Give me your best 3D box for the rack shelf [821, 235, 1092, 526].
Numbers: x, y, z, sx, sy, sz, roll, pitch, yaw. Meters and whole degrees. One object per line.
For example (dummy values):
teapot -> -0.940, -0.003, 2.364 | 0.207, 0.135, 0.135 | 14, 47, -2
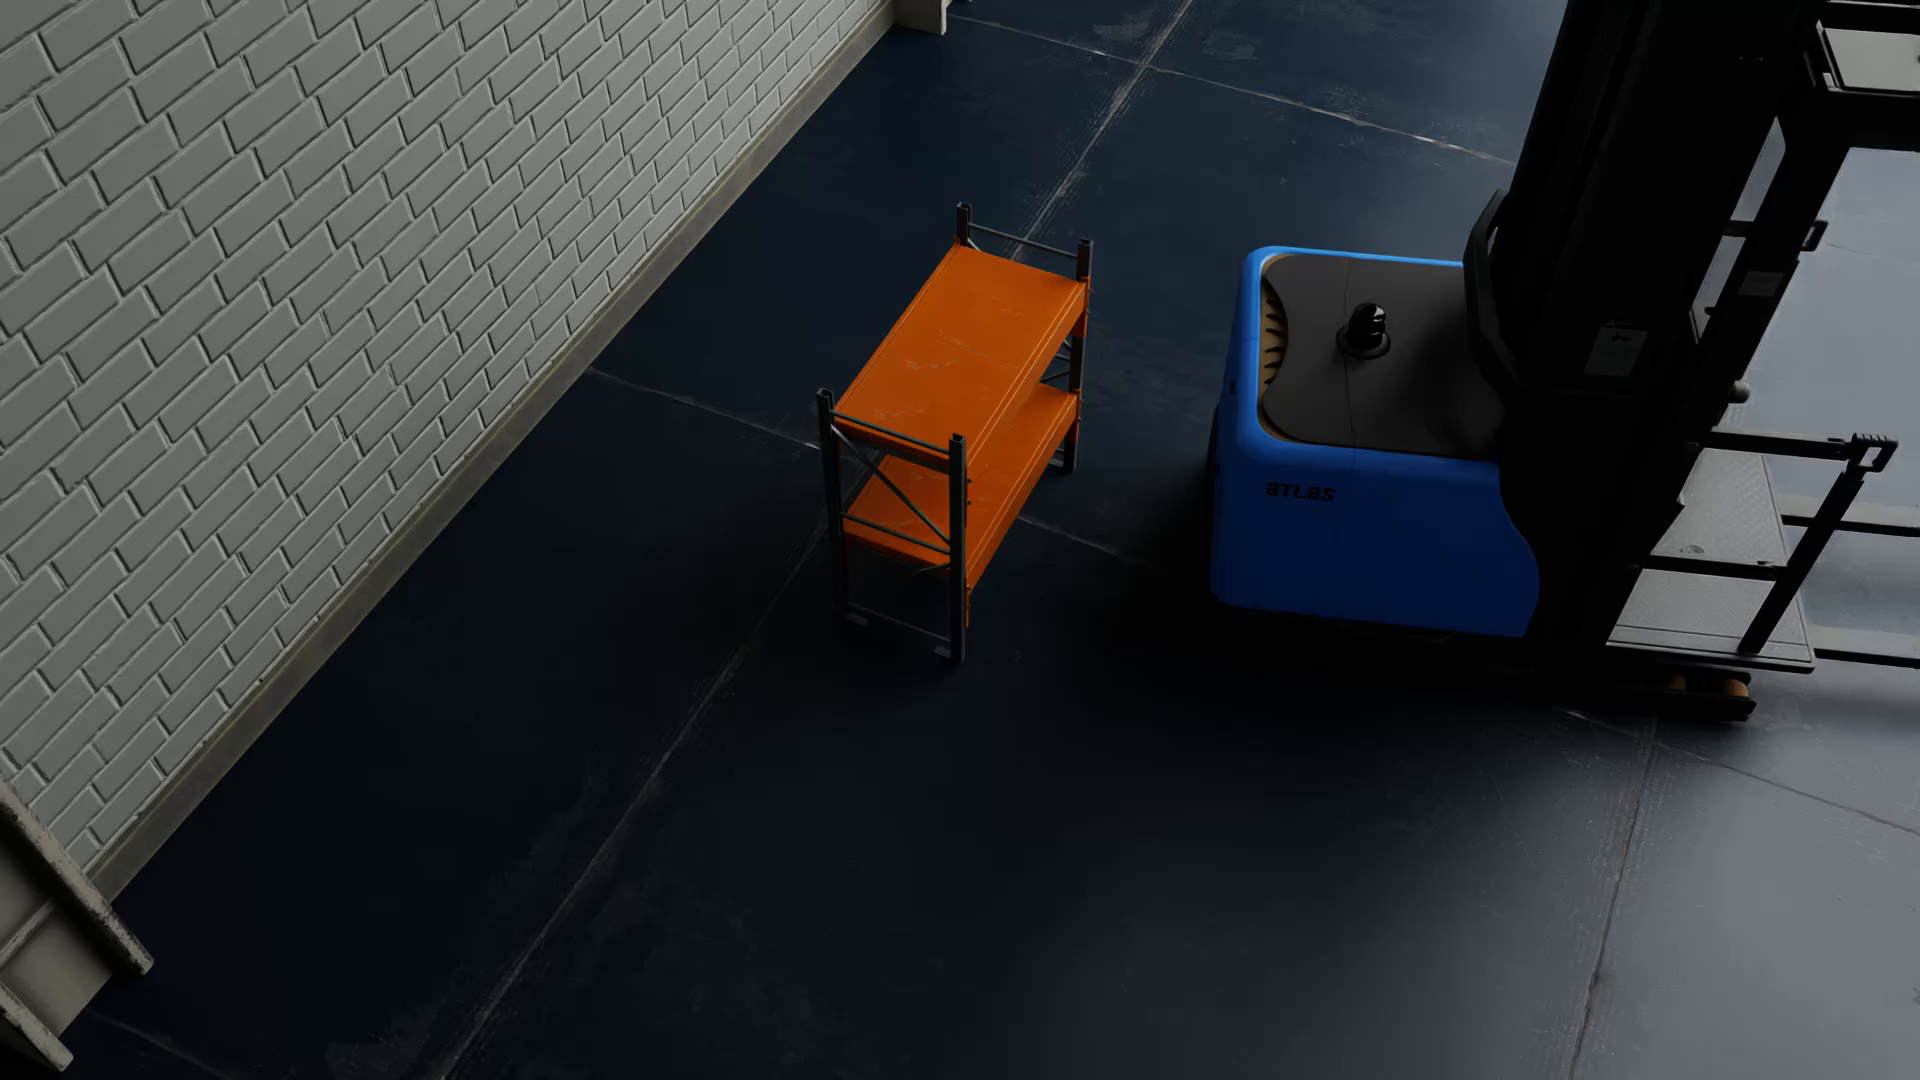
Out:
rack shelf -> 0.003, -0.559, 5.603 | 0.538, 0.278, 1.000 | 20, 52, 16

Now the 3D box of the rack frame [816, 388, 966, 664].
rack frame -> -0.214, -0.019, 5.528 | 0.500, 1.125, 0.032 | 20, 52, 16

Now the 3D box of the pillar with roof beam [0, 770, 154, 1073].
pillar with roof beam -> 1.182, -0.127, 0.449 | 9.100, 9.000, 0.400 | 20, 52, 16

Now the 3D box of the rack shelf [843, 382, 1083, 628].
rack shelf -> 0.003, -0.211, 6.012 | 0.538, 0.278, 1.000 | 20, 52, 16

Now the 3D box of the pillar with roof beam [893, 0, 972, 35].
pillar with roof beam -> 3.745, -4.258, 3.965 | 9.100, 9.000, 0.400 | 20, 52, 16

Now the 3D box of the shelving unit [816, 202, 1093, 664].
shelving unit -> 0.003, -0.369, 5.826 | 0.538, 1.125, 1.048 | 20, 52, 16

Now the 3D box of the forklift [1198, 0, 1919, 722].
forklift -> 2.401, -0.758, 4.970 | 3.031, 2.935, 1.130 | 6, 50, 5

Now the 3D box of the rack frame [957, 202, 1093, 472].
rack frame -> 0.220, -0.719, 6.123 | 0.500, 1.125, 0.032 | 20, 52, 16
